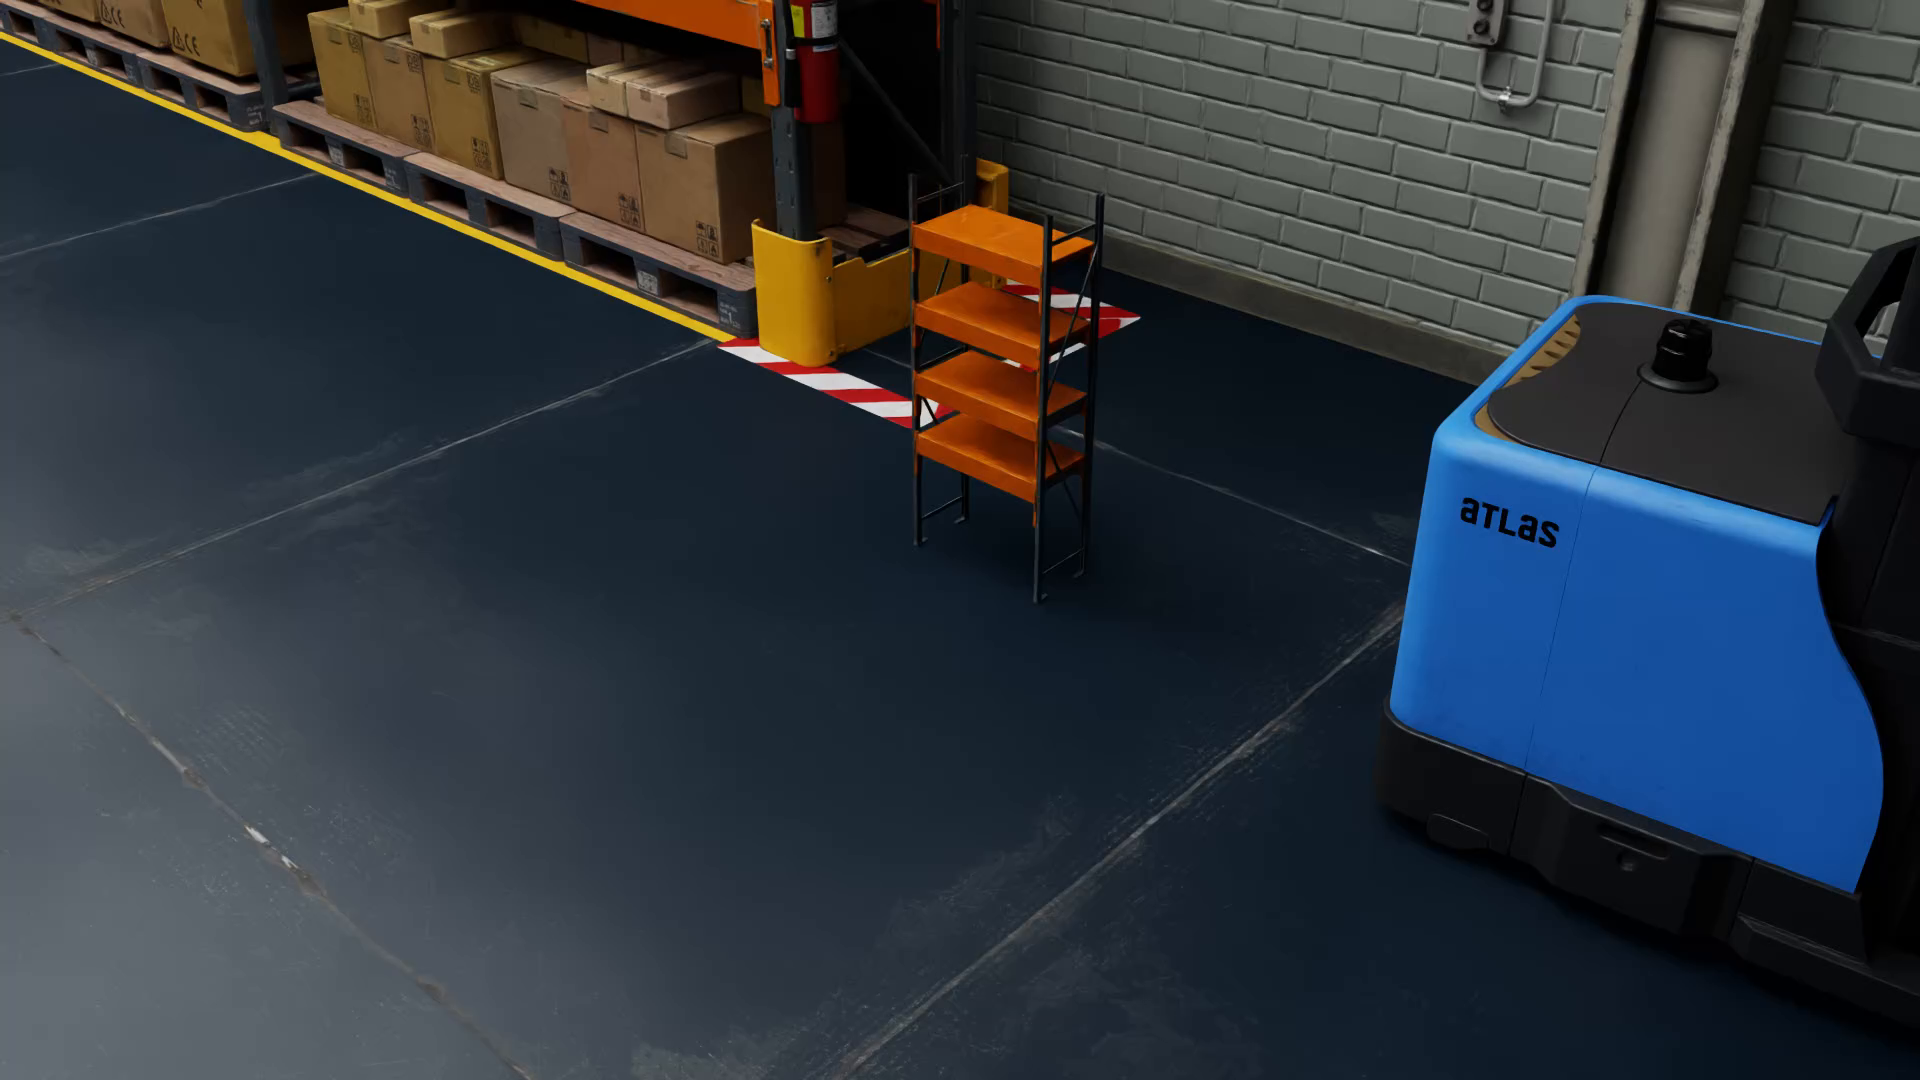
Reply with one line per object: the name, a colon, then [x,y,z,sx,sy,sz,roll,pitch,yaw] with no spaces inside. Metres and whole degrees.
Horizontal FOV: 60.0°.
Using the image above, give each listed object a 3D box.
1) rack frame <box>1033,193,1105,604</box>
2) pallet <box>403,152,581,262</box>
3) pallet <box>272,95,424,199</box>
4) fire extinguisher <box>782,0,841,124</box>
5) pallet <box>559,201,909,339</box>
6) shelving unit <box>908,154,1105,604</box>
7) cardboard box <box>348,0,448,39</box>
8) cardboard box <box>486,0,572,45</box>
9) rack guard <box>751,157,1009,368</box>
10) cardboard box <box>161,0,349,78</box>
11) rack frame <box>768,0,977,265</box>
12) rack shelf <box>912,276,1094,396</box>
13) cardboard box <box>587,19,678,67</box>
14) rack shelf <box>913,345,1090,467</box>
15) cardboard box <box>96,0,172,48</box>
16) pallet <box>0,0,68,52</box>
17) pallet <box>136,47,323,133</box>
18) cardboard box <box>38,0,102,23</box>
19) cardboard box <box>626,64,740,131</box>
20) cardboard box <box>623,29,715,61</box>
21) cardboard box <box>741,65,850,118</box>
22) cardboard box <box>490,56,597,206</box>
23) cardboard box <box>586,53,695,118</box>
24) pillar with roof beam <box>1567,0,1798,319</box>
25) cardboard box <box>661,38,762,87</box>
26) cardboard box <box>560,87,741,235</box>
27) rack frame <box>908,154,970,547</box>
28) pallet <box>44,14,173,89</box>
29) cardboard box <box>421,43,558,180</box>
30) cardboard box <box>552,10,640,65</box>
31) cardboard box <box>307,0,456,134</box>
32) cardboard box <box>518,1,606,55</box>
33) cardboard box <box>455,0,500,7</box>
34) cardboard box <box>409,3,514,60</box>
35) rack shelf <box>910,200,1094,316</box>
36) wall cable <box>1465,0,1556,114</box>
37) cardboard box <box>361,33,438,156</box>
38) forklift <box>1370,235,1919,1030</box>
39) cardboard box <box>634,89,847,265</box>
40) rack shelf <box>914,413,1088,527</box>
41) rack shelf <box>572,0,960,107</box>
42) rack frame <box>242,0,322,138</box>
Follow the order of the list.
rack frame: [0.304,-0.372,4.705,0.015,1.200,0.240,25,39,35]
pallet: [-1.856,-1.695,7.861,1.213,0.211,1.003,25,39,35]
pallet: [-2.765,-2.117,8.562,1.213,0.211,1.003,25,39,35]
fire extinguisher: [-0.508,-1.799,5.766,0.183,0.674,0.296,25,39,35]
pallet: [-0.956,-1.273,7.159,1.213,0.211,1.003,25,39,35]
shelving unit: [0.123,-0.457,4.845,0.503,1.200,0.258,25,39,35]
cardboard box: [-2.659,-2.505,7.891,0.250,0.149,0.380,27,40,37]
cardboard box: [-1.990,-2.460,7.815,0.250,0.149,0.380,25,39,36]
rack guard: [-0.293,-1.141,6.661,0.348,0.500,1.175,25,39,35]
cardboard box: [-3.845,-3.039,9.067,0.750,0.750,0.750,26,39,36]
rack frame: [-0.310,-2.220,6.030,0.127,3.000,1.000,25,39,35]
rack shelf: [0.123,-0.591,4.765,0.480,0.148,0.258,25,39,35]
cardboard box: [-1.420,-2.194,7.374,0.250,0.149,0.380,26,39,36]
rack shelf: [0.123,-0.399,4.880,0.480,0.148,0.258,25,39,35]
cardboard box: [-4.506,-3.346,9.576,0.750,0.750,0.750,26,40,36]
pallet: [-5.708,-3.493,10.847,1.213,0.211,1.003,25,39,35]
pallet: [-3.899,-2.648,9.445,1.213,0.211,1.003,25,39,35]
cardboard box: [-5.139,-3.638,10.062,0.750,0.750,0.750,25,39,35]
cardboard box: [-1.114,-1.786,6.696,0.250,0.149,0.380,25,39,35]
cardboard box: [-1.231,-2.106,7.228,0.250,0.149,0.380,25,39,35]
cardboard box: [-0.670,-1.845,6.793,0.250,0.149,0.380,25,39,35]
cardboard box: [-1.641,-1.880,7.482,0.500,0.500,0.700,24,38,34]
cardboard box: [-1.304,-1.874,6.843,0.250,0.149,0.380,26,40,36]
pillar with roof beam: [-0.617,-2.541,0.746,0.400,9.000,9.100,25,39,35]
cardboard box: [-1.046,-2.020,7.084,0.250,0.149,0.380,25,39,35]
cardboard box: [-1.268,-1.707,7.193,0.500,0.500,0.700,25,39,35]
rack frame: [-0.058,-0.541,4.986,0.015,1.200,0.240,25,39,35]
pallet: [-4.808,-3.071,10.146,1.213,0.211,1.003,25,39,35]
cardboard box: [-2.041,-2.062,7.784,0.500,0.500,0.700,26,40,36]
cardboard box: [-1.611,-2.283,7.521,0.250,0.149,0.380,25,39,36]
cardboard box: [-2.790,-2.416,8.371,0.500,0.500,0.700,26,39,36]
cardboard box: [-1.798,-2.371,7.667,0.250,0.149,0.380,24,39,34]
cardboard box: [-2.177,-2.547,7.961,0.250,0.149,0.380,24,38,34]
cardboard box: [-2.272,-2.325,7.591,0.250,0.149,0.380,24,38,34]
rack shelf: [0.123,-0.793,4.643,0.480,0.148,0.258,25,39,35]
wall cable: [1.274,-2.574,5.633,1.851,1.984,0.084,25,39,35]
cardboard box: [-2.420,-2.241,8.080,0.500,0.500,0.700,25,39,35]
forklift: [2.509,-0.337,2.969,3.031,2.935,1.130,20,36,30]
cardboard box: [-0.896,-1.534,6.905,0.500,0.500,0.700,25,39,35]
rack shelf: [0.123,-0.229,4.982,0.480,0.148,0.258,25,39,35]
rack shelf: [-1.793,-2.604,7.365,4.000,0.370,1.077,25,39,35]
rack frame: [-3.276,-3.605,8.330,0.127,3.000,1.000,25,39,35]
